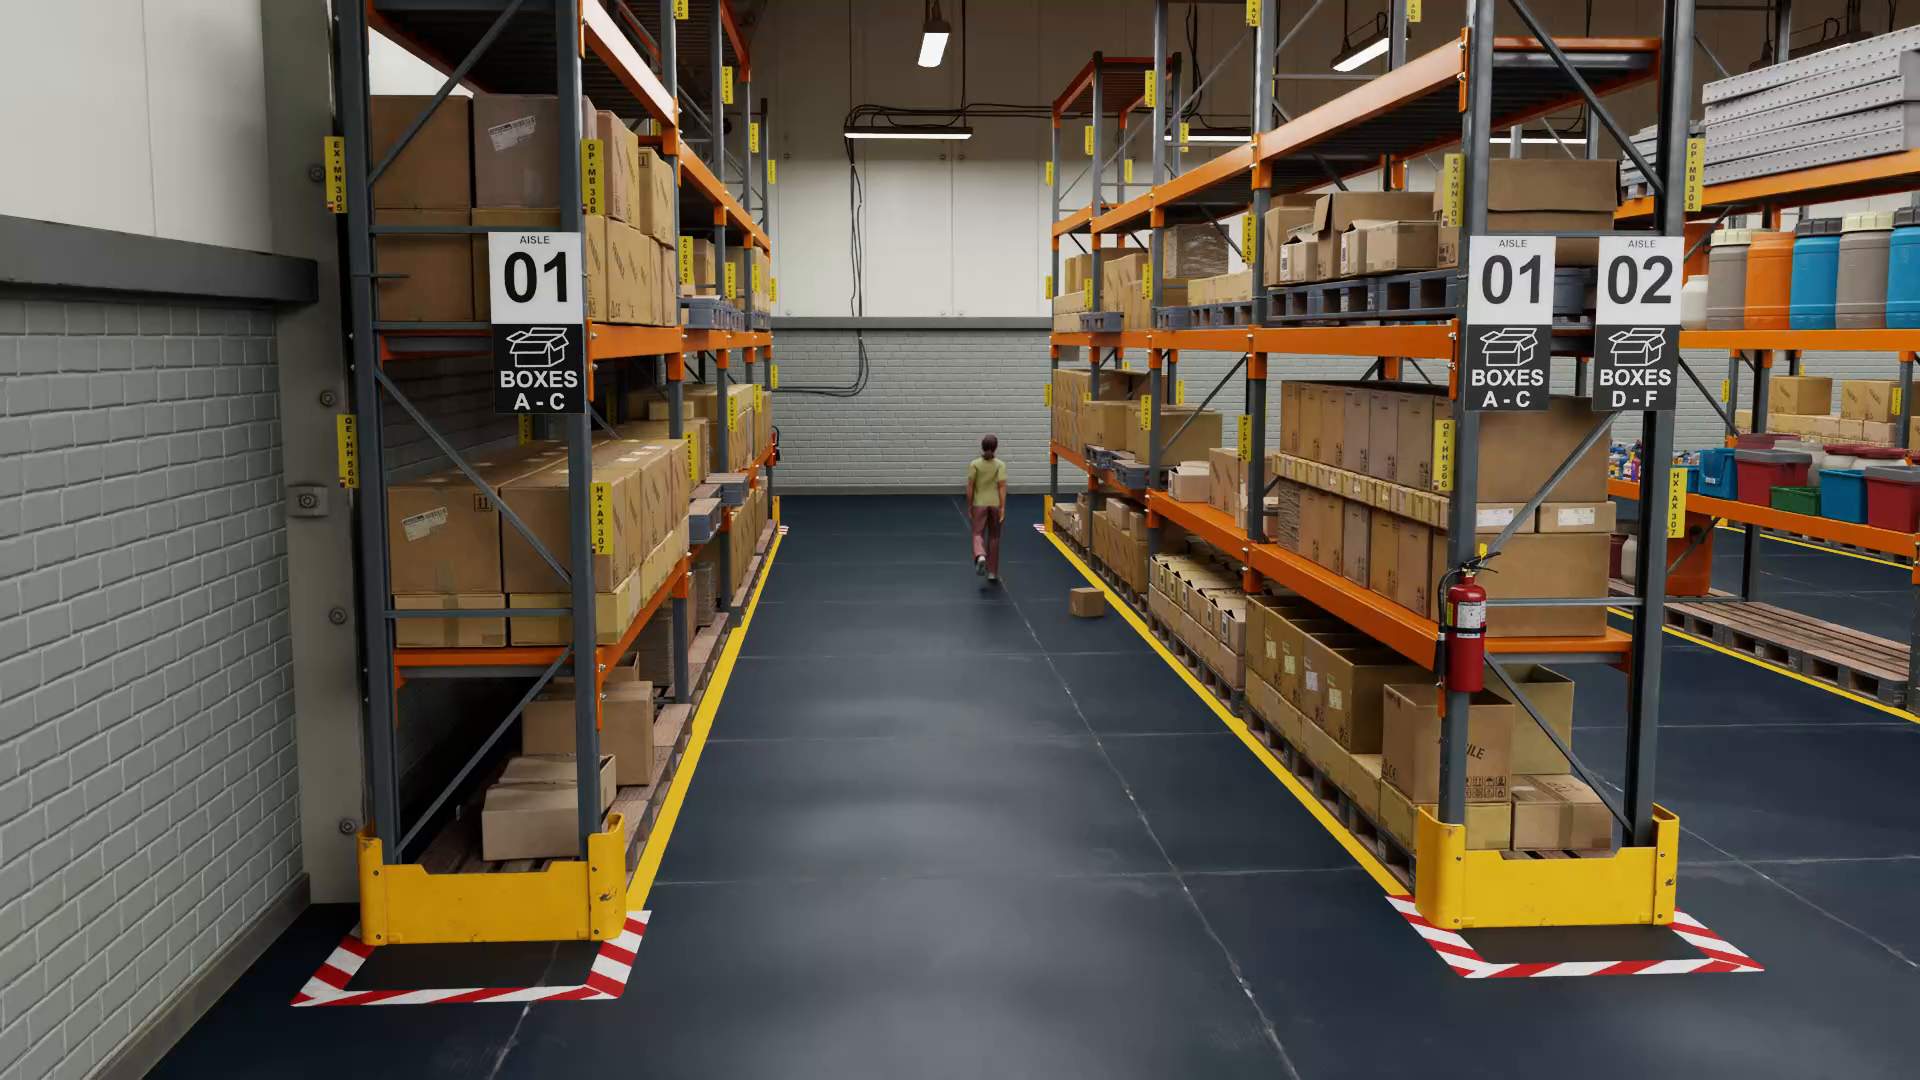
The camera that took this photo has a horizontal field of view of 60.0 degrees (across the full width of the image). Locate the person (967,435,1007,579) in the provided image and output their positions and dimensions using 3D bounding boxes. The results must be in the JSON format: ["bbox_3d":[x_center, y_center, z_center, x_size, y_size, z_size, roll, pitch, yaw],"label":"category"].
[{"bbox_3d":[0.301,-0.358,18.654,0.446,1.639,0.798,0,7,0],"label":"person"}]
